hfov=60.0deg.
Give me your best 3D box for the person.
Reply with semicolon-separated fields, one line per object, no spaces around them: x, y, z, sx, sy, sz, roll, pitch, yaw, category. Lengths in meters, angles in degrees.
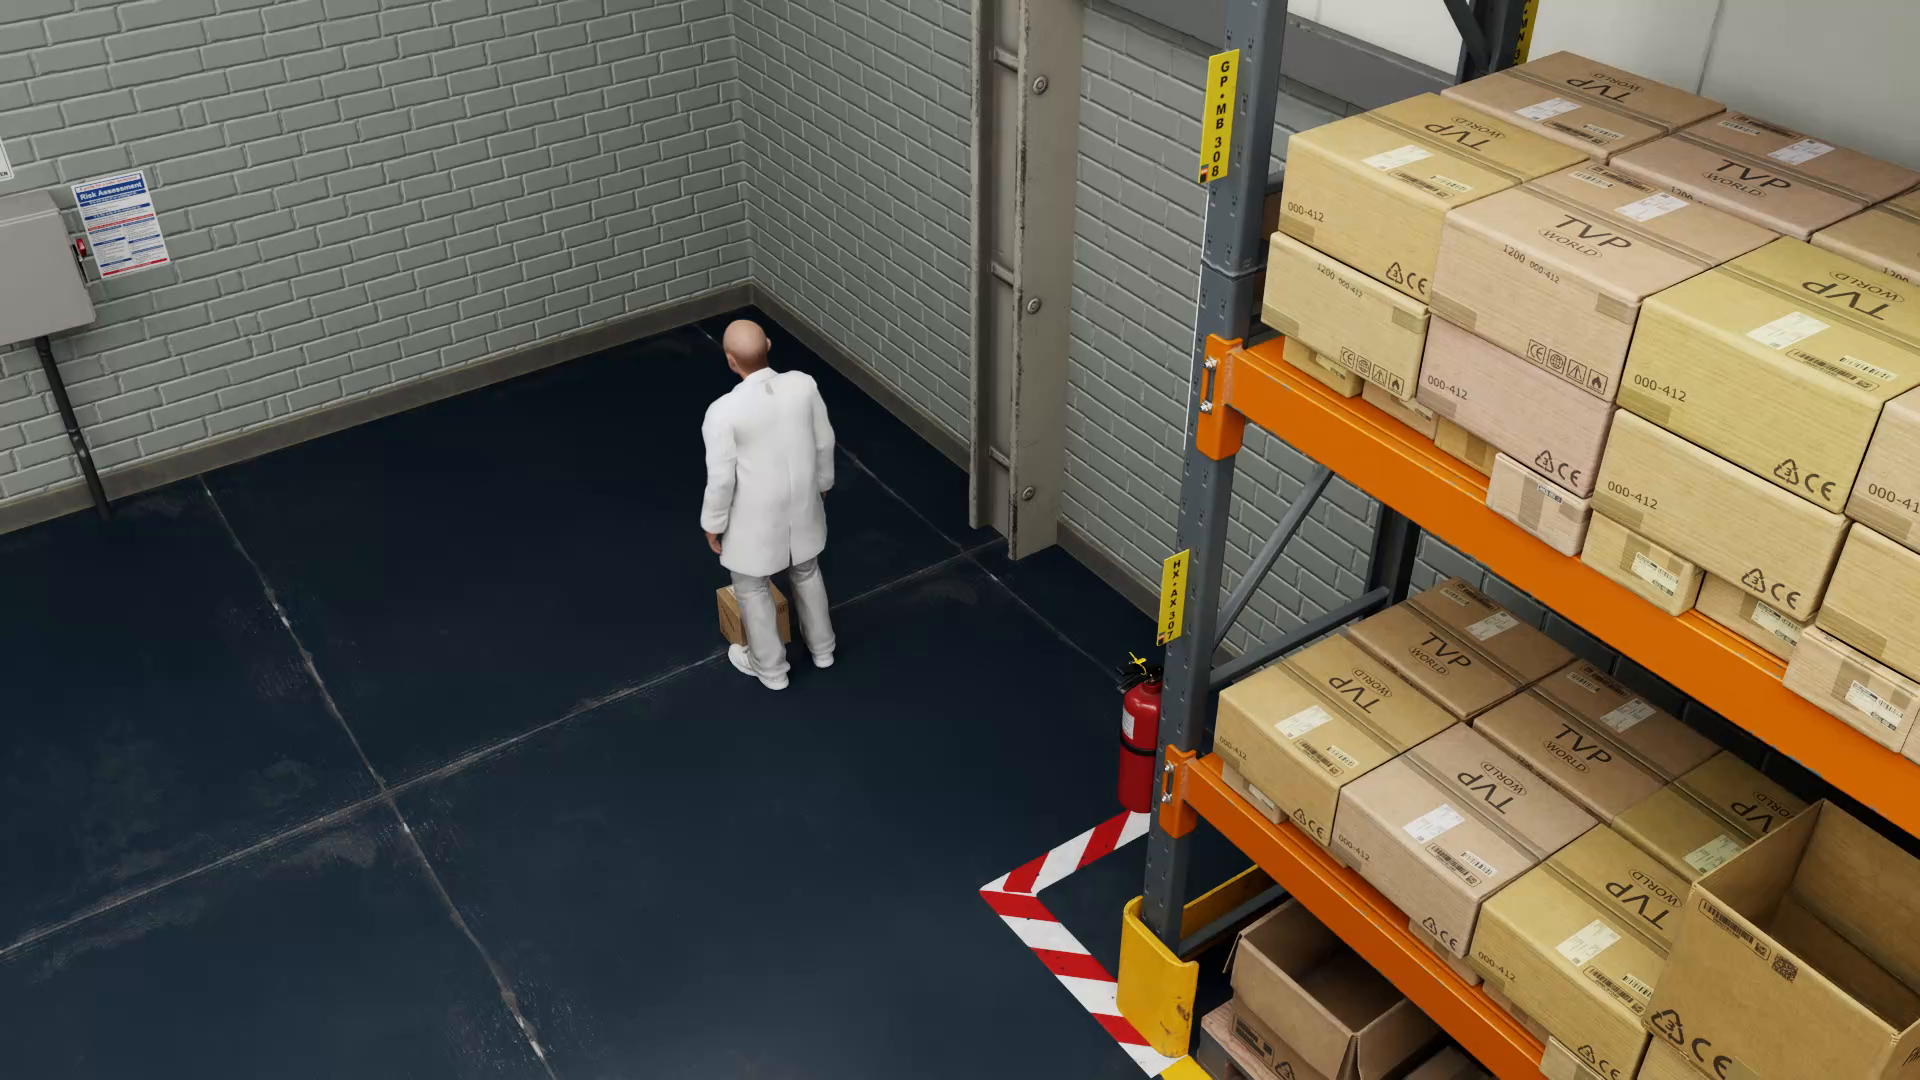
-0.816;-0.144;7.216;0.641;1.773;0.427;-22;42;-28;person
